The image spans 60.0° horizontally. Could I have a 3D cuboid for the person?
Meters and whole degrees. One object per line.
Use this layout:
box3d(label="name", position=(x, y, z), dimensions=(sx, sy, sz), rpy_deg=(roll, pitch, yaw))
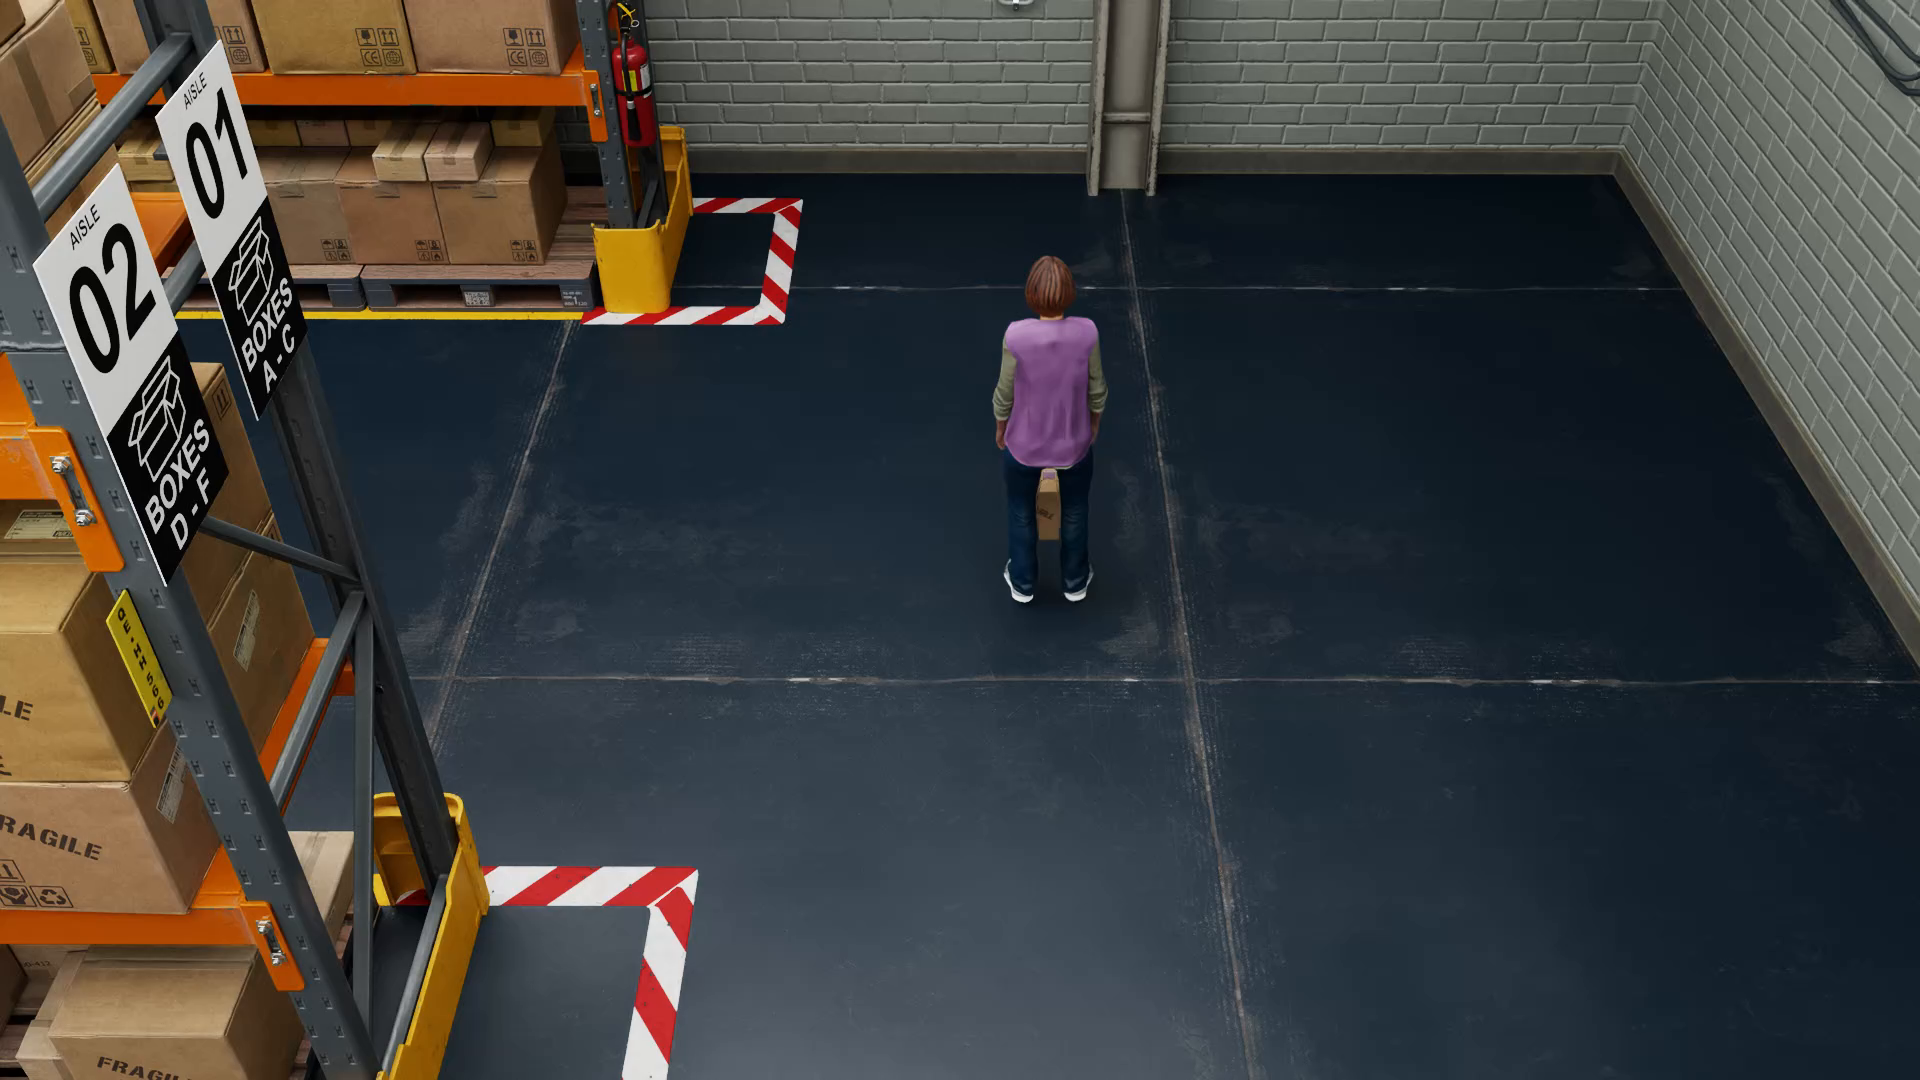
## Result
box3d(label="person", position=(0.343, -0.399, 6.637), dimensions=(0.485, 1.593, 0.341), rpy_deg=(-2, 40, -2))
